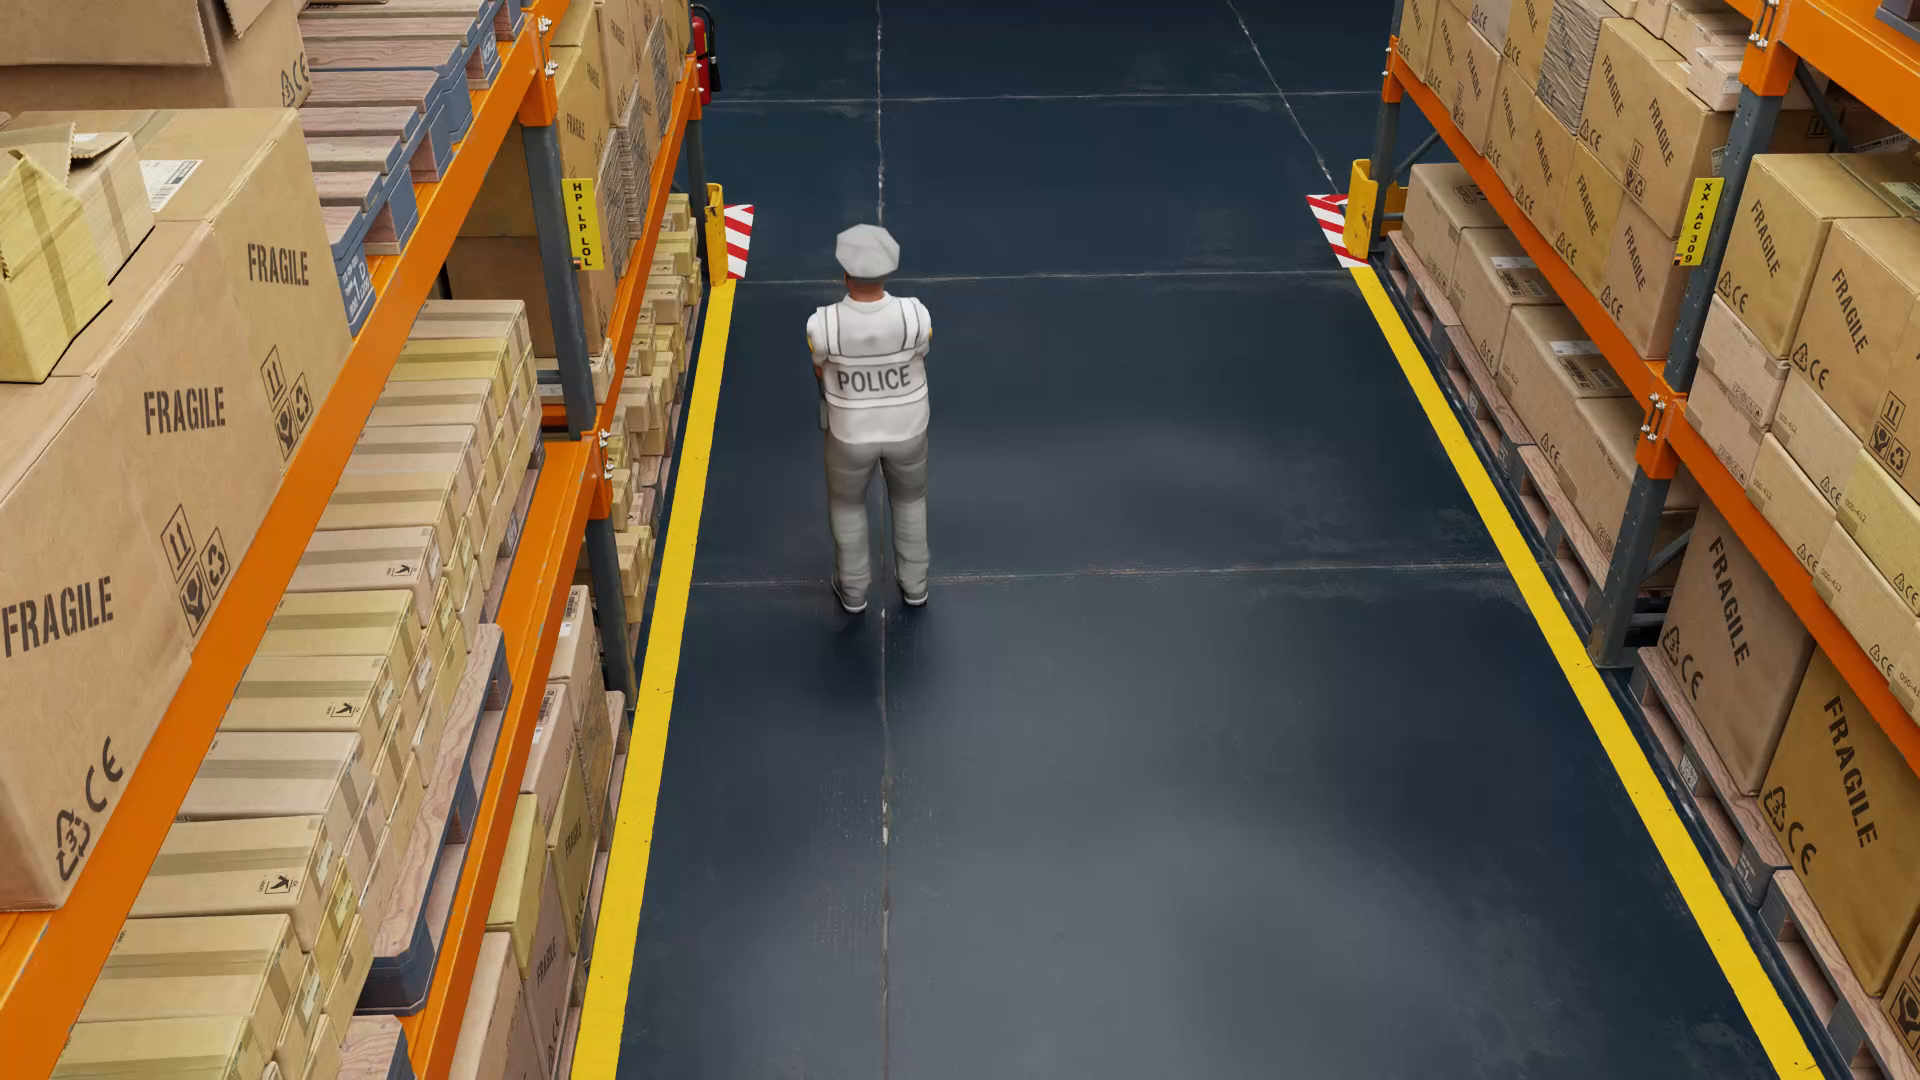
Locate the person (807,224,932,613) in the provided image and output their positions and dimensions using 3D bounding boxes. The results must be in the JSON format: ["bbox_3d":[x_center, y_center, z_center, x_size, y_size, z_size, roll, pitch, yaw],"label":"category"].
[{"bbox_3d":[-0.375,-0.519,6.863,0.493,1.767,0.566,-6,36,-9],"label":"person"}]
